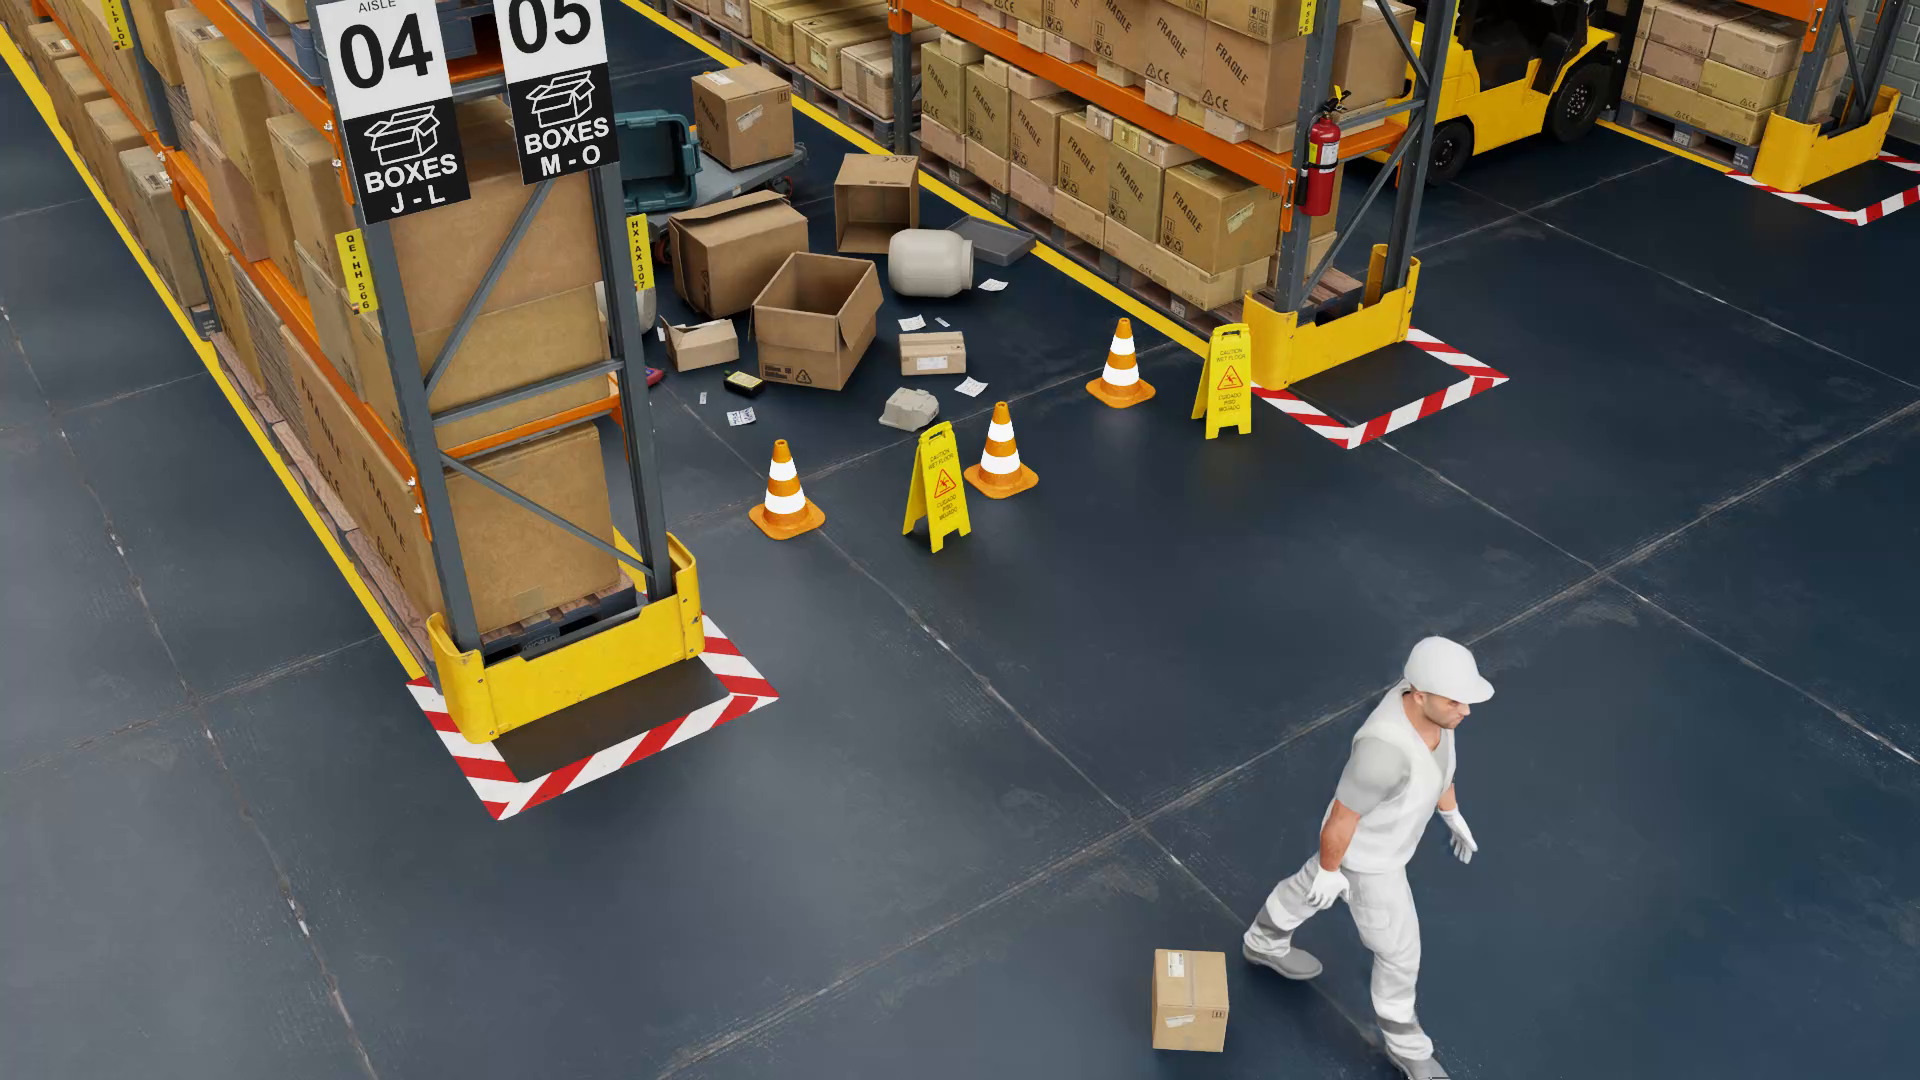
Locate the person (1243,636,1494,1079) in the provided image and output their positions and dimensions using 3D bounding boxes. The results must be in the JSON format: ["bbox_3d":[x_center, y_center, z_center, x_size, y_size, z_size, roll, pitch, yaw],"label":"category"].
[{"bbox_3d":[1.428,1.032,5.574,0.895,1.788,0.568,19,40,24],"label":"person"}]
